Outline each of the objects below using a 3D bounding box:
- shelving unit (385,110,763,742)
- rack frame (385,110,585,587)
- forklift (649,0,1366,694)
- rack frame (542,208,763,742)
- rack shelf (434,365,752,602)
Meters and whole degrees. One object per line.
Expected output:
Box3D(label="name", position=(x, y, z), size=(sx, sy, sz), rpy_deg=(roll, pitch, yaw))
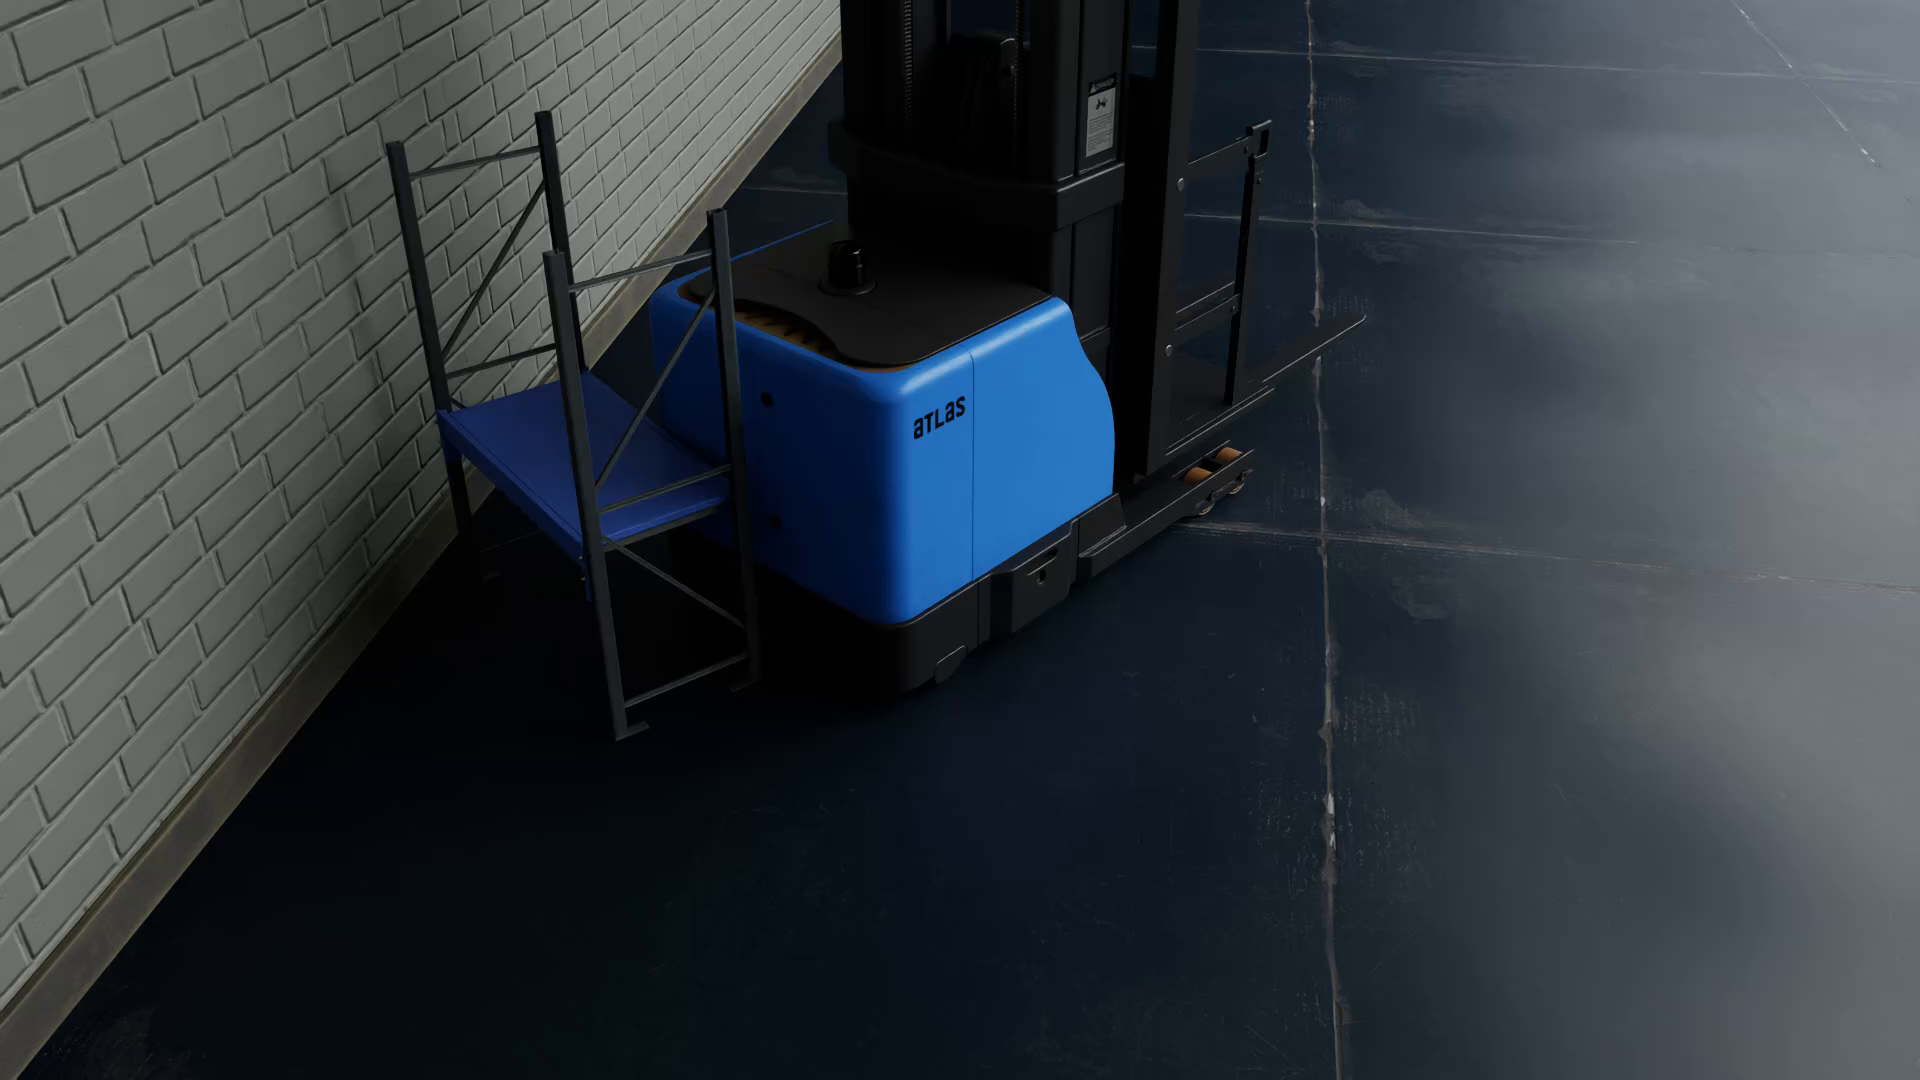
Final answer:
Box3D(label="shelving unit", position=(-1.117, -0.351, 4.897), size=(0.538, 1.500, 1.048), rpy_deg=(-22, 38, -31))
Box3D(label="rack frame", position=(-1.425, -0.565, 5.239), size=(0.500, 1.500, 0.032), rpy_deg=(-22, 38, -31))
Box3D(label="forklift", position=(0.412, -1.490, 5.368), size=(1.130, 2.935, 3.031), rpy_deg=(25, 40, 34))
Box3D(label="rack frame", position=(-0.808, -0.137, 4.555), size=(0.500, 1.500, 0.032), rpy_deg=(-22, 38, -31))
Box3D(label="rack shelf", position=(-1.117, -0.198, 4.992), size=(0.538, 0.185, 1.000), rpy_deg=(-22, 38, -31))
